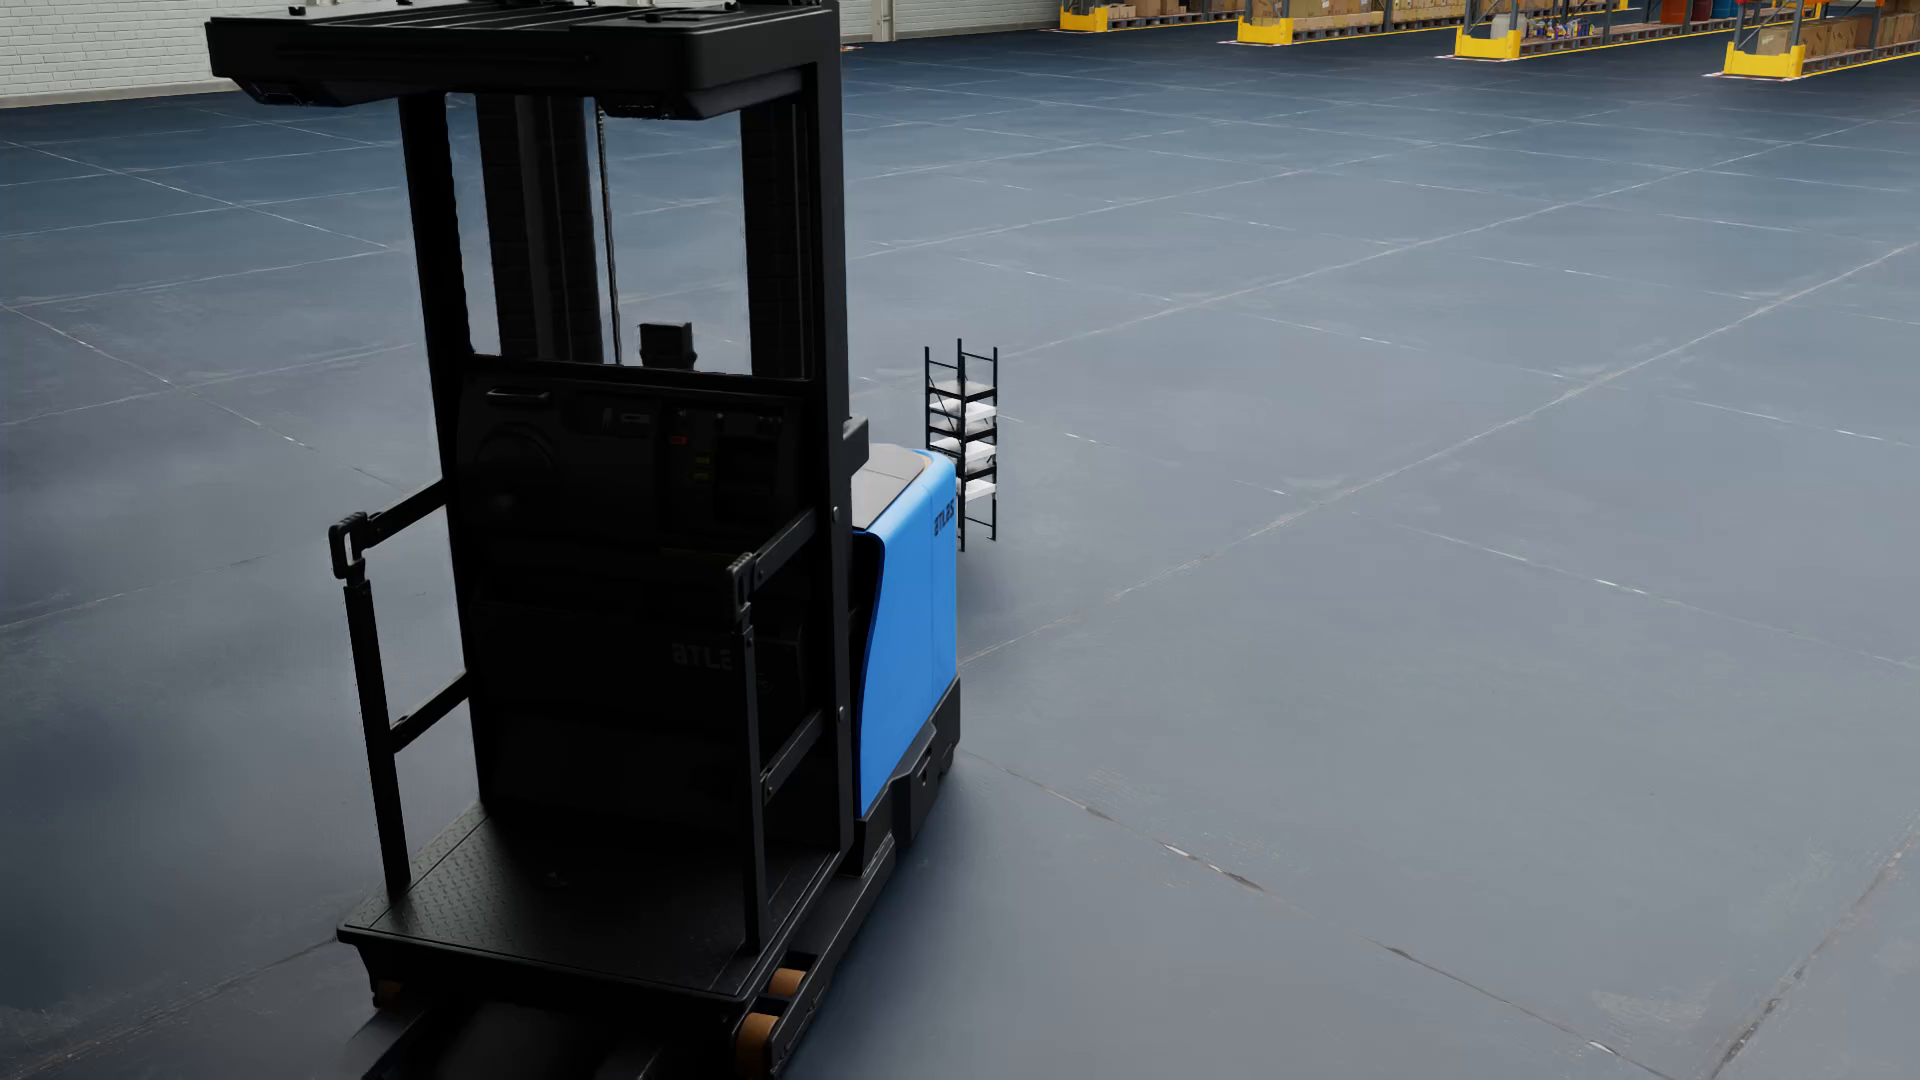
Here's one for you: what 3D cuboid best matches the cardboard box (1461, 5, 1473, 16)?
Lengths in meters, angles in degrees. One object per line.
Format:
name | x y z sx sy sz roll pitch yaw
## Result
cardboard box | 11.670 -12.431 38.984 0.500 0.250 0.500 -19 28 -41

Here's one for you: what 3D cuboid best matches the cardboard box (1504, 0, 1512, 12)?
cardboard box | 13.100 -13.063 40.250 0.500 0.500 0.500 19 28 40

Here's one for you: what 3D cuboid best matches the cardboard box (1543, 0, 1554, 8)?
cardboard box | 14.514 -13.583 41.604 0.500 0.500 0.500 19 28 40

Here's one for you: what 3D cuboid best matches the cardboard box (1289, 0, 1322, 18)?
cardboard box | 7.163 -11.132 34.559 0.500 0.500 0.500 19 28 41

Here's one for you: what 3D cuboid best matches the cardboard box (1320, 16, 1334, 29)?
cardboard box | 7.511 -10.911 35.029 0.500 0.250 0.500 19 28 41

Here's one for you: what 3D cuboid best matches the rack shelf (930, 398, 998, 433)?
rack shelf | 0.006 -0.559 7.366 0.258 0.077 0.200 19 28 41

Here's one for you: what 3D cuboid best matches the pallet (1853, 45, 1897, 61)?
pallet | 16.710 -9.105 30.970 1.003 0.211 1.213 19 28 41

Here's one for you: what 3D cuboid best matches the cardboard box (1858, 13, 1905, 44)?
cardboard box | 17.347 -9.659 31.395 0.700 0.500 0.500 16 26 36

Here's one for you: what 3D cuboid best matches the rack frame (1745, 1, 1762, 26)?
rack frame | 18.200 -13.503 38.524 1.000 3.000 0.127 19 28 41

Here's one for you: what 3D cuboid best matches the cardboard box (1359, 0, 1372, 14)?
cardboard box | 8.548 -11.650 35.905 0.500 0.500 0.500 19 28 41

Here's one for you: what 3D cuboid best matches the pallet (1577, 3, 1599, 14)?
pallet | 15.984 -13.933 43.530 1.003 0.211 1.213 19 28 41

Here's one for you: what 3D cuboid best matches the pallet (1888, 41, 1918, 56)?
pallet | 17.561 -9.421 31.790 1.003 0.211 1.213 19 28 41

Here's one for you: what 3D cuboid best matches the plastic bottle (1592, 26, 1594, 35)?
plastic bottle | 12.589 -10.174 33.151 0.097 0.201 0.097 0 21 0

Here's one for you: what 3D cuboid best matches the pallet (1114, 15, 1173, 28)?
pallet | 4.226 -12.127 38.833 1.003 0.211 1.213 19 28 41

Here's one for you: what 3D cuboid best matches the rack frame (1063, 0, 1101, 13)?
rack frame | 2.730 -12.897 36.949 1.000 3.000 0.127 19 28 41

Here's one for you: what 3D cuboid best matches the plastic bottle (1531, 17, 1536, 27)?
plastic bottle | 11.330 -10.154 32.889 0.144 0.351 0.185 19 28 40

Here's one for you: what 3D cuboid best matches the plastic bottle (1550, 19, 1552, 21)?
plastic bottle | 11.876 -10.318 33.421 0.135 0.276 0.152 -19 28 -40

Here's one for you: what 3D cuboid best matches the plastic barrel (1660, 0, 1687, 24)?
plastic barrel | 15.738 -11.787 36.501 0.600 0.830 0.708 19 28 41

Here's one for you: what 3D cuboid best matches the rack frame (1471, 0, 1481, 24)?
rack frame | 11.863 -13.715 39.076 1.000 3.000 0.127 19 28 41

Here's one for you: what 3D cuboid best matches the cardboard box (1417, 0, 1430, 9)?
cardboard box | 10.252 -12.166 37.511 0.500 0.311 0.500 18 27 39

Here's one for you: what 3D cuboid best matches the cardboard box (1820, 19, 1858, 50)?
cardboard box | 15.860 -9.143 30.080 0.500 0.500 0.500 18 28 39

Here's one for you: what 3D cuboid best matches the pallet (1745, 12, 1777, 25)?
pallet | 18.685 -12.400 39.541 1.003 0.211 1.213 19 28 41

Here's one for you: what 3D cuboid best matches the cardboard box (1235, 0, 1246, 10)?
cardboard box | 6.731 -13.424 41.190 0.700 0.500 0.500 20 28 41

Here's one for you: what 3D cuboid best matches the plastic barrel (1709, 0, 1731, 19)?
plastic barrel | 17.314 -12.402 37.998 0.600 0.901 0.708 19 28 41

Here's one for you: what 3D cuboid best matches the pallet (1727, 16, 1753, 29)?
pallet | 17.631 -12.013 38.535 1.003 0.211 1.213 19 28 41

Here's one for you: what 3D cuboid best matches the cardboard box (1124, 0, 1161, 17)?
cardboard box | 4.223 -12.414 38.562 0.700 0.500 0.500 17 27 37

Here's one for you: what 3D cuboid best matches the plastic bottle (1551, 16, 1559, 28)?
plastic bottle | 11.862 -10.275 33.206 0.144 0.351 0.185 19 28 41

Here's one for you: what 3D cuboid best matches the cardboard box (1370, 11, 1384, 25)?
cardboard box | 8.905 -11.425 36.367 0.500 0.250 0.500 19 28 41

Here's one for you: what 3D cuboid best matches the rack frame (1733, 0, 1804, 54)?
rack frame | 13.377 -9.178 27.273 1.000 3.000 0.127 19 28 41

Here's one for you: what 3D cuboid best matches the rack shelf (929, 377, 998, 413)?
rack shelf | 0.006 -0.643 7.334 0.258 0.077 0.200 19 28 41

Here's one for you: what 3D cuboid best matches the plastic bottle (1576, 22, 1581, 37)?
plastic bottle | 12.158 -10.044 32.699 0.133 0.283 0.061 -18 27 -39

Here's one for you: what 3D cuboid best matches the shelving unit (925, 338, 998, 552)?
shelving unit | 0.006 -0.422 7.419 0.258 0.900 0.210 19 28 41

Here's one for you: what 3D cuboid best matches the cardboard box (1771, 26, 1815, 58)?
cardboard box | 14.217 -8.526 28.475 0.500 0.500 0.500 -12 24 -28

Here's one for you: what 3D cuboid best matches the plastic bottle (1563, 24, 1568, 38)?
plastic bottle | 11.767 -9.904 32.350 0.097 0.271 0.097 0 21 0

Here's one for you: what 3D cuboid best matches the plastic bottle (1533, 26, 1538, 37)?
plastic bottle | 11.317 -10.017 32.743 0.097 0.201 0.097 0 21 0

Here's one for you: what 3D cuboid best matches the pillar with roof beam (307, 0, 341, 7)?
pillar with roof beam | -6.874 -10.390 22.063 9.100 9.000 0.400 19 28 41

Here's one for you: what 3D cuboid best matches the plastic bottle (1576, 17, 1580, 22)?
plastic bottle | 12.273 -10.213 33.045 0.144 0.351 0.185 19 28 41

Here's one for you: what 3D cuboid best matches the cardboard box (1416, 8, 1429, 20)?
cardboard box | 10.248 -11.906 37.617 0.500 0.250 0.500 18 28 39

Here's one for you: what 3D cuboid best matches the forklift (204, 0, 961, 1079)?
forklift | -0.892 -0.189 3.981 1.130 2.935 3.031 6 22 15

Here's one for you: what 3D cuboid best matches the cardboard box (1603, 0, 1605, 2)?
cardboard box | 16.894 -14.371 44.120 0.380 0.166 0.250 19 28 41

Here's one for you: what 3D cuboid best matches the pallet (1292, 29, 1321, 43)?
pallet | 6.785 -10.564 34.765 1.003 0.211 1.213 19 28 41

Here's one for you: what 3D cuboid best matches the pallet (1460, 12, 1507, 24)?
pallet | 12.411 -12.596 40.051 1.003 0.211 1.213 19 28 41

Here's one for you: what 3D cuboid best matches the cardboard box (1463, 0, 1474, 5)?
cardboard box | 11.674 -12.693 38.883 0.500 0.311 0.500 -19 28 -41

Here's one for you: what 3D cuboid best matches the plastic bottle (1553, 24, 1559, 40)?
plastic bottle | 11.487 -9.797 32.056 0.133 0.283 0.061 -20 28 -41

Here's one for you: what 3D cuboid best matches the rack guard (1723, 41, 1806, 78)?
rack guard | 13.430 -8.031 27.772 1.175 0.500 0.348 19 28 41

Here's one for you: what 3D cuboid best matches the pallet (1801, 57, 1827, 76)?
pallet | 14.022 -8.096 28.344 1.003 0.211 1.213 19 28 41

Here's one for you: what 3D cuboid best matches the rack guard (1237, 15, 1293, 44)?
rack guard | 6.265 -10.486 34.159 1.175 0.500 0.348 19 28 41
